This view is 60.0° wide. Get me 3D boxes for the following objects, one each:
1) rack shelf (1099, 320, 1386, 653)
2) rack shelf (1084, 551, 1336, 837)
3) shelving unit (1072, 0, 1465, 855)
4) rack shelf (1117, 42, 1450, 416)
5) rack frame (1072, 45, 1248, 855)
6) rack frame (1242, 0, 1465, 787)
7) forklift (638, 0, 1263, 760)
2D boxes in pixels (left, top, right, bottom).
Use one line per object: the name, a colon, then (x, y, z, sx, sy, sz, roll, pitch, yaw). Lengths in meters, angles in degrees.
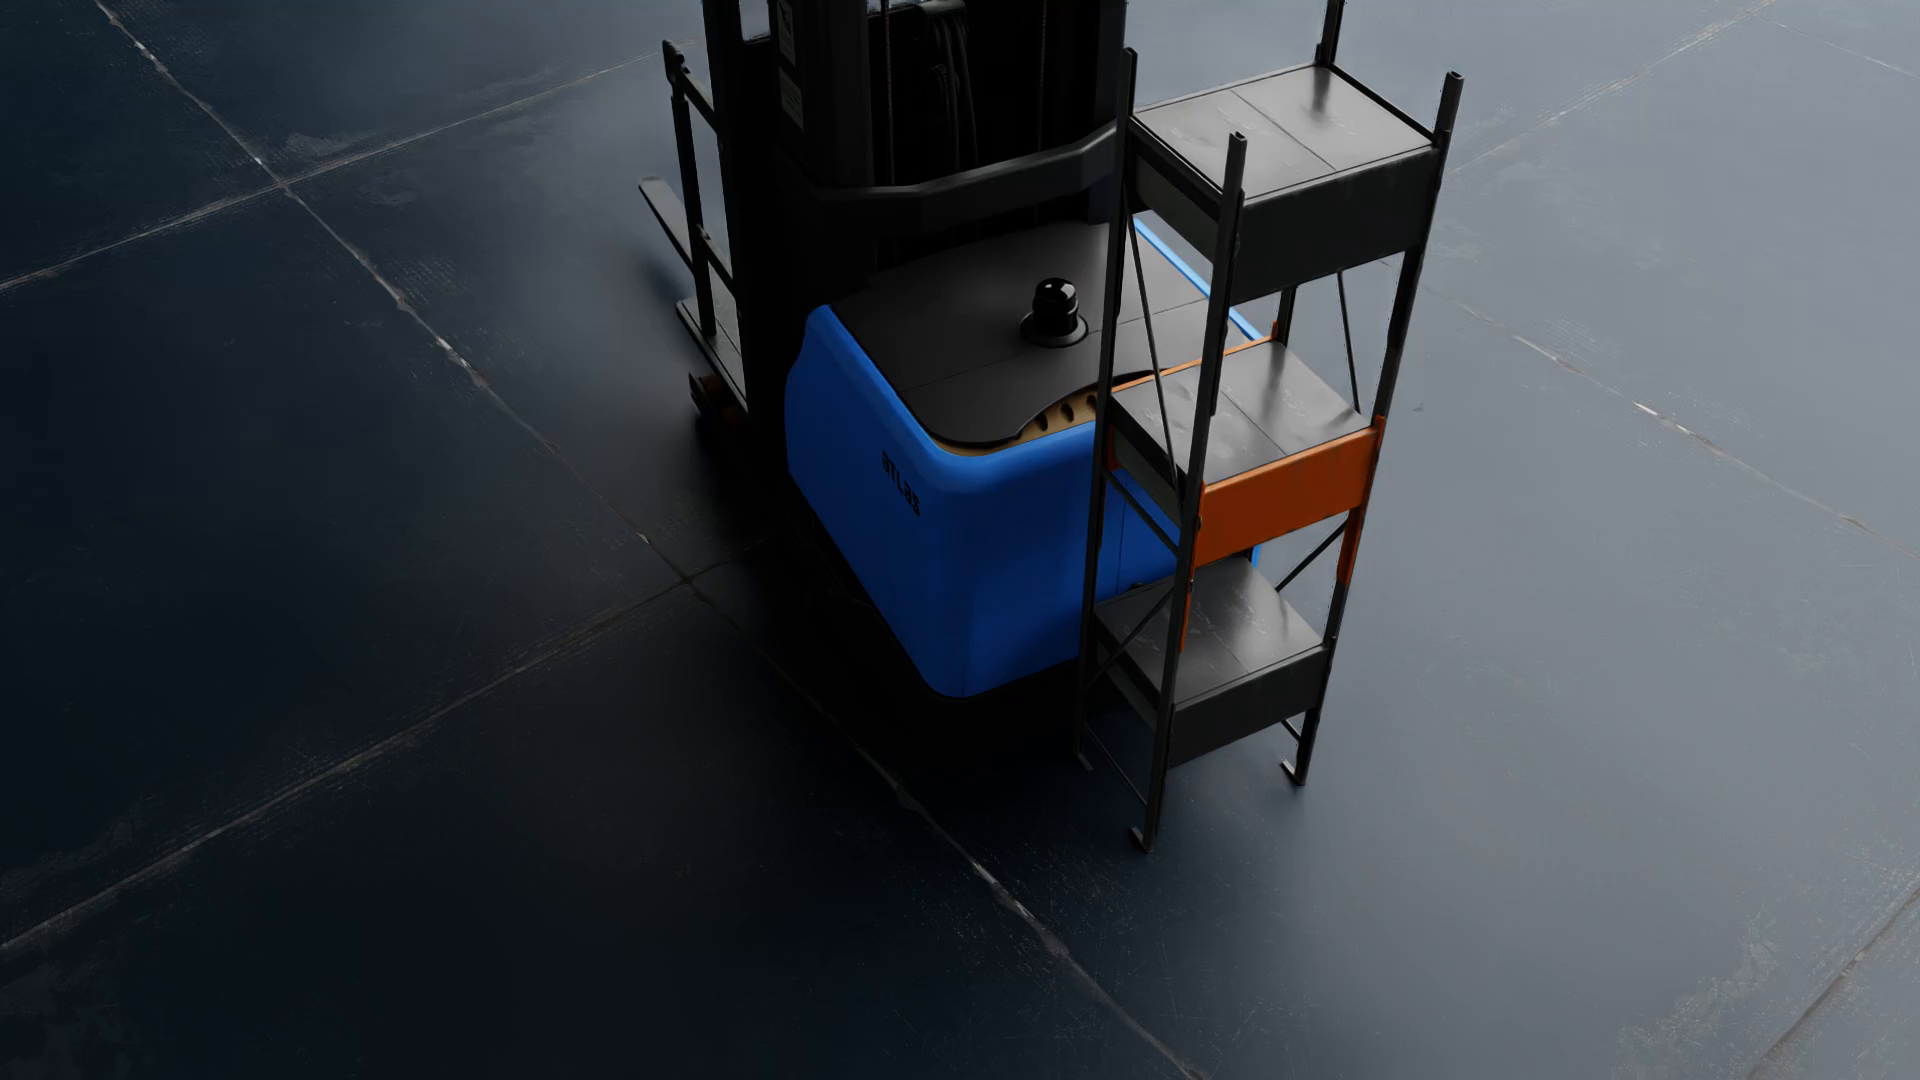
rack shelf: (0.626, -0.129, 3.873, 0.480, 0.518, 0.431, -20, 47, -20)
rack shelf: (0.626, 0.382, 4.352, 0.480, 0.518, 0.431, -20, 47, -20)
shelving unit: (0.626, -0.139, 3.864, 0.503, 2.100, 0.431, -20, 47, -20)
rack shelf: (0.626, -0.639, 3.394, 0.480, 0.518, 0.431, -20, 47, -20)
rack frame: (0.410, -0.062, 3.782, 0.015, 2.100, 0.400, -20, 47, -20)
rack frame: (0.843, -0.216, 3.946, 0.015, 2.100, 0.400, -20, 47, -20)
forklift: (-0.262, -1.480, 4.685, 1.130, 2.935, 3.031, -19, 46, -19)
